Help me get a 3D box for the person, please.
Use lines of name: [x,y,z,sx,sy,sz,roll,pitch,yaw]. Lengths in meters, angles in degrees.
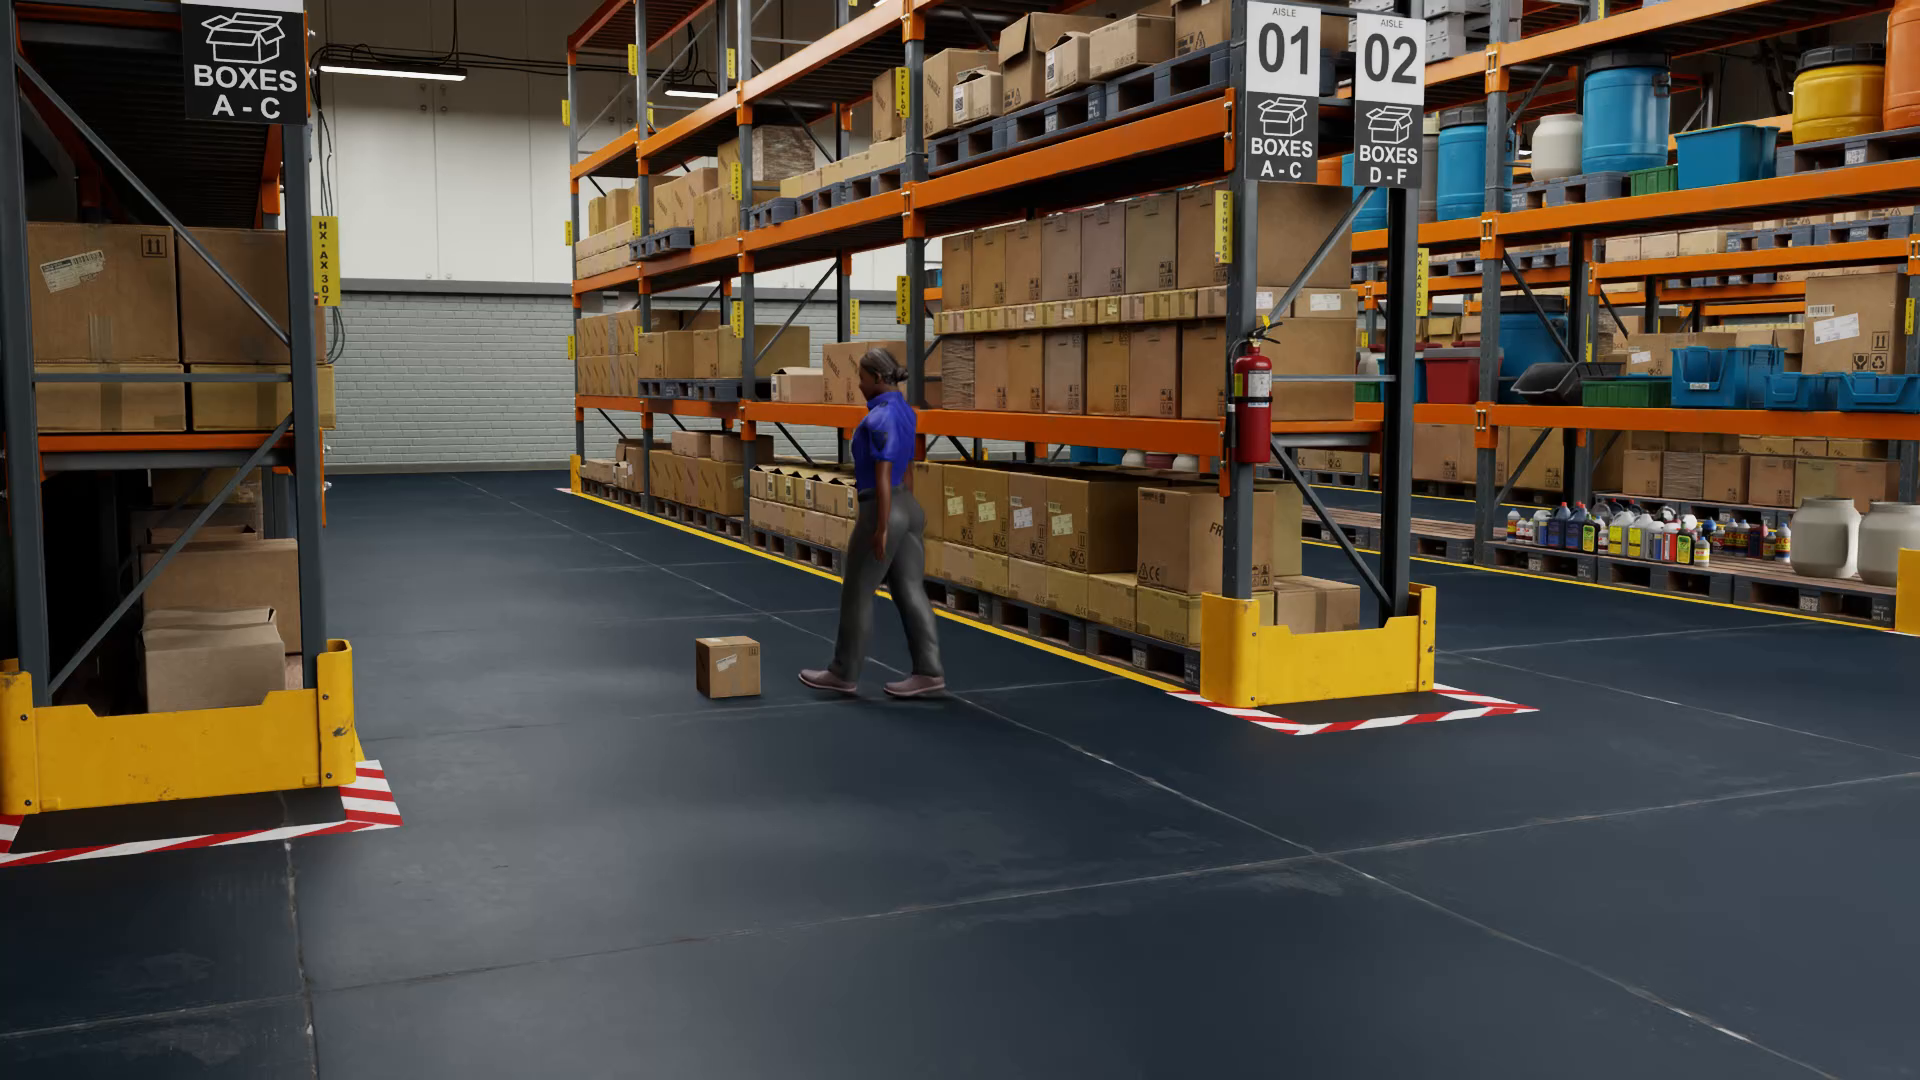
person: [-0.423,-0.086,7.859,0.712,1.641,0.457,2,6,21]
